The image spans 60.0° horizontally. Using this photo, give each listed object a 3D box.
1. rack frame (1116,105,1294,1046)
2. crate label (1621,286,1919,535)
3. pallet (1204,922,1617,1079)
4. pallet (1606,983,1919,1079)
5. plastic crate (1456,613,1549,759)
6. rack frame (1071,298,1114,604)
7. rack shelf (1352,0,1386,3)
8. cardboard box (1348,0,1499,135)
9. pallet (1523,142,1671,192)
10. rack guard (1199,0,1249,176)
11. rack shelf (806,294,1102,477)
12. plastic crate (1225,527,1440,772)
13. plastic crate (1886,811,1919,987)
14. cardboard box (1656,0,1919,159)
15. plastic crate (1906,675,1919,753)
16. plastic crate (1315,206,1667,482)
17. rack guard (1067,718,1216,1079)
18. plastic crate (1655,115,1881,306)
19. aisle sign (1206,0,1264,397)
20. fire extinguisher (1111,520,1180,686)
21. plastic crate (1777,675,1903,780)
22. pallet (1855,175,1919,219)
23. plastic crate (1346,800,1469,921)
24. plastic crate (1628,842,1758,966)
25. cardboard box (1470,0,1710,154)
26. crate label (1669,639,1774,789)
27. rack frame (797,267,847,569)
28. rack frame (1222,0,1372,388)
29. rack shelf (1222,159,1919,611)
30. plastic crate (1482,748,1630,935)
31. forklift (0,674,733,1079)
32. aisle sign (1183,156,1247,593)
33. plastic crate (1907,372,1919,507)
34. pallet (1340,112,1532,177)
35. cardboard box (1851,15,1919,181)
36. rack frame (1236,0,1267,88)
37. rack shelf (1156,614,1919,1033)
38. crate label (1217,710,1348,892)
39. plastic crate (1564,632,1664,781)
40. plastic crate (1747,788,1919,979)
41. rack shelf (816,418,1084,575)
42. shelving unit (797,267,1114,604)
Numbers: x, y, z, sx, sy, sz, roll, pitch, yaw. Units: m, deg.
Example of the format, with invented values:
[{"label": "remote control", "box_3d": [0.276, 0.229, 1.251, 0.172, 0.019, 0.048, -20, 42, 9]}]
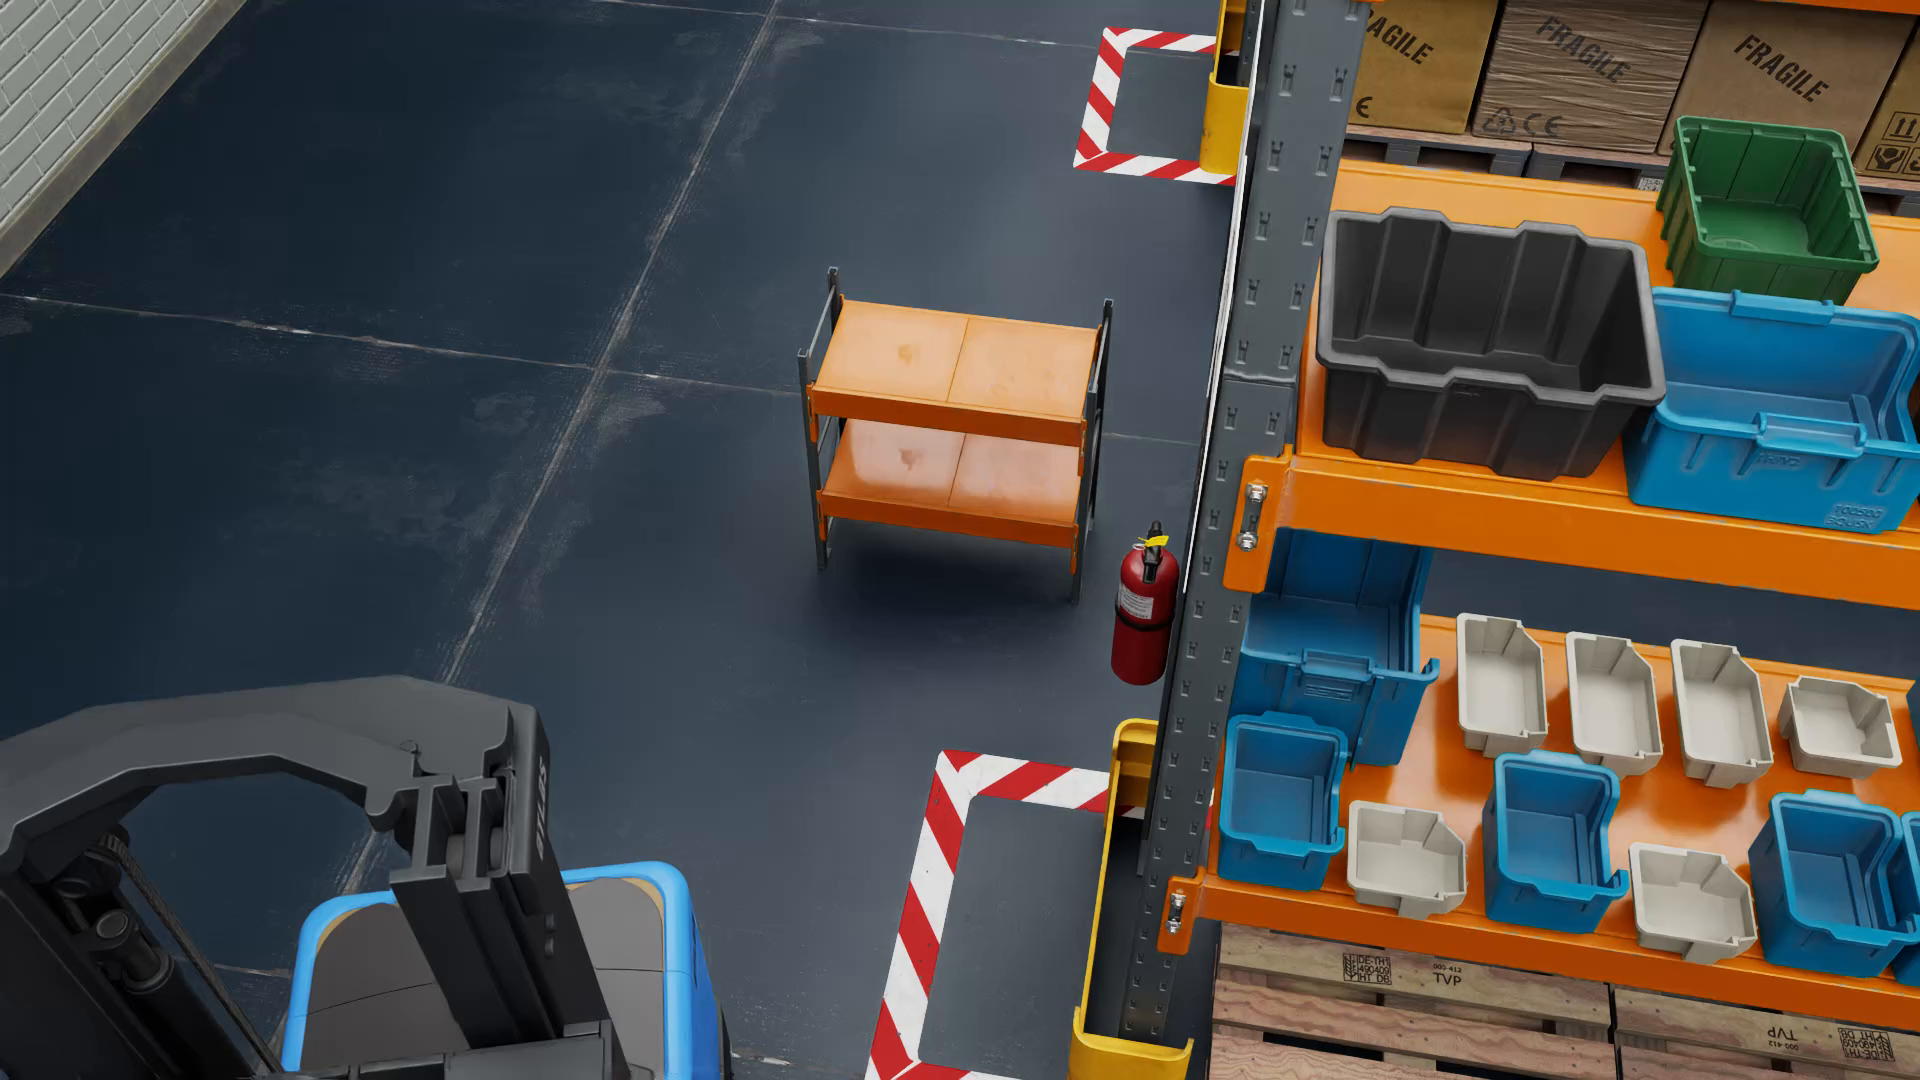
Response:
[{"label": "rack frame", "box_3d": [0.616, 0.361, 4.381, 0.127, 3.000, 1.000, 8, 49, 7]}, {"label": "crate label", "box_3d": [1.466, -0.234, 2.999, 0.502, 0.251, 0.408, 8, 49, 7]}, {"label": "pallet", "box_3d": [1.420, 1.430, 5.295, 1.213, 0.211, 1.003, 8, 49, 7]}, {"label": "pallet", "box_3d": [2.617, 1.593, 5.148, 1.213, 0.211, 1.003, 8, 49, 7]}, {"label": "plastic crate", "box_3d": [1.450, 0.404, 4.479, 0.243, 0.136, 0.396, 8, 49, 7]}, {"label": "rack frame", "box_3d": [0.494, -0.310, 6.244, 0.032, 1.125, 0.500, 8, 49, 7]}, {"label": "rack shelf", "box_3d": [2.584, -1.006, 2.328, 4.000, 0.370, 1.077, 8, 49, 7]}, {"label": "cardboard box", "box_3d": [2.141, -2.669, 8.250, 0.875, 0.875, 0.875, 8, 49, 7]}, {"label": "pallet", "box_3d": [3.494, -2.121, 8.486, 1.213, 0.211, 1.003, 8, 49, 7]}, {"label": "rack guard", "box_3d": [1.473, -2.432, 8.571, 0.348, 0.500, 1.175, 8, 49, 7]}, {"label": "rack shelf", "box_3d": [-0.007, -0.572, 6.087, 1.000, 0.278, 0.538, 8, 49, 7]}, {"label": "plastic crate", "box_3d": [0.978, 0.236, 4.429, 0.499, 0.435, 0.616, 8, 49, 7]}, {"label": "plastic crate", "box_3d": [2.391, 0.884, 3.983, 0.300, 0.233, 0.416, 8, 49, 7]}, {"label": "cardboard box", "box_3d": [3.912, -2.431, 8.036, 0.875, 0.875, 0.875, 8, 49, 7]}, {"label": "plastic crate", "box_3d": [2.682, 0.481, 4.346, 0.300, 0.233, 0.416, 8, 49, 7]}, {"label": "plastic crate", "box_3d": [0.945, -0.343, 3.085, 0.590, 0.269, 0.497, 8, 49, 7]}, {"label": "rack guard", "box_3d": [0.590, 1.203, 5.305, 0.348, 0.500, 1.175, 8, 49, 7]}, {"label": "plastic crate", "box_3d": [1.637, -0.650, 3.415, 0.336, 0.188, 0.450, 8, 49, 7]}, {"label": "aisle sign", "box_3d": [0.597, -0.732, 3.615, 0.004, 0.787, 0.394, 8, 49, 7]}, {"label": "fire extinguisher", "box_3d": [0.548, 0.159, 4.866, 0.183, 0.674, 0.296, 8, 49, 7]}, {"label": "plastic crate", "box_3d": [2.306, 0.498, 4.395, 0.250, 0.136, 0.298, 8, 49, 7]}, {"label": "pallet", "box_3d": [4.698, -1.961, 8.342, 1.213, 0.211, 1.003, 8, 49, 7]}, {"label": "plastic crate", "box_3d": [1.101, 0.806, 4.119, 0.298, 0.136, 0.250, 8, 49, 7]}, {"label": "plastic crate", "box_3d": [1.769, 0.895, 4.038, 0.298, 0.136, 0.250, 8, 49, 7]}, {"label": "cardboard box", "box_3d": [3.036, -2.548, 8.141, 0.875, 0.875, 0.875, 8, 49, 7]}, {"label": "crate label", "box_3d": [2.011, 0.472, 4.418, 0.243, 0.136, 0.396, 8, 49, 7]}, {"label": "rack frame", "box_3d": [-0.507, -0.444, 6.365, 0.032, 1.125, 0.500, 8, 49, 7]}, {"label": "rack frame", "box_3d": [0.616, -1.644, 2.150, 0.127, 3.000, 1.000, 8, 49, 7]}, {"label": "rack shelf", "box_3d": [2.584, -0.137, 3.295, 4.000, 0.370, 1.077, 8, 49, 7]}, {"label": "plastic crate", "box_3d": [1.448, 0.757, 4.097, 0.300, 0.233, 0.416, 8, 49, 7]}, {"label": "forklift", "box_3d": [-1.056, 1.738, 3.190, 1.130, 2.935, 3.031, -6, 48, -5]}, {"label": "aisle sign", "box_3d": [0.492, -0.300, 3.227, 0.004, 0.787, 0.394, 8, 49, 7]}, {"label": "plastic crate", "box_3d": [2.070, -0.218, 2.926, 0.767, 0.338, 0.504, 8, 49, 7]}, {"label": "pallet", "box_3d": [2.297, -2.284, 8.633, 1.213, 0.211, 1.003, 8, 49, 7]}, {"label": "cardboard box", "box_3d": [4.798, -2.312, 7.929, 0.875, 0.875, 0.875, 8, 49, 7]}, {"label": "rack frame", "box_3d": [1.497, -3.265, 7.639, 0.127, 3.000, 1.000, 8, 49, 7]}, {"label": "rack shelf", "box_3d": [2.584, 0.866, 4.411, 4.000, 0.370, 1.077, 8, 49, 7]}, {"label": "crate label", "box_3d": [0.800, 0.670, 4.175, 0.303, 0.233, 0.416, 8, 49, 7]}, {"label": "plastic crate", "box_3d": [1.733, 0.453, 4.435, 0.243, 0.136, 0.396, 8, 49, 7]}, {"label": "plastic crate", "box_3d": [2.096, 0.844, 4.019, 0.300, 0.233, 0.416, 8, 49, 7]}, {"label": "rack shelf", "box_3d": [-0.007, -0.213, 6.486, 1.000, 0.278, 0.538, 8, 49, 7]}, {"label": "shelving unit", "box_3d": [-0.007, -0.377, 6.304, 1.048, 1.125, 0.538, 8, 49, 7]}]
